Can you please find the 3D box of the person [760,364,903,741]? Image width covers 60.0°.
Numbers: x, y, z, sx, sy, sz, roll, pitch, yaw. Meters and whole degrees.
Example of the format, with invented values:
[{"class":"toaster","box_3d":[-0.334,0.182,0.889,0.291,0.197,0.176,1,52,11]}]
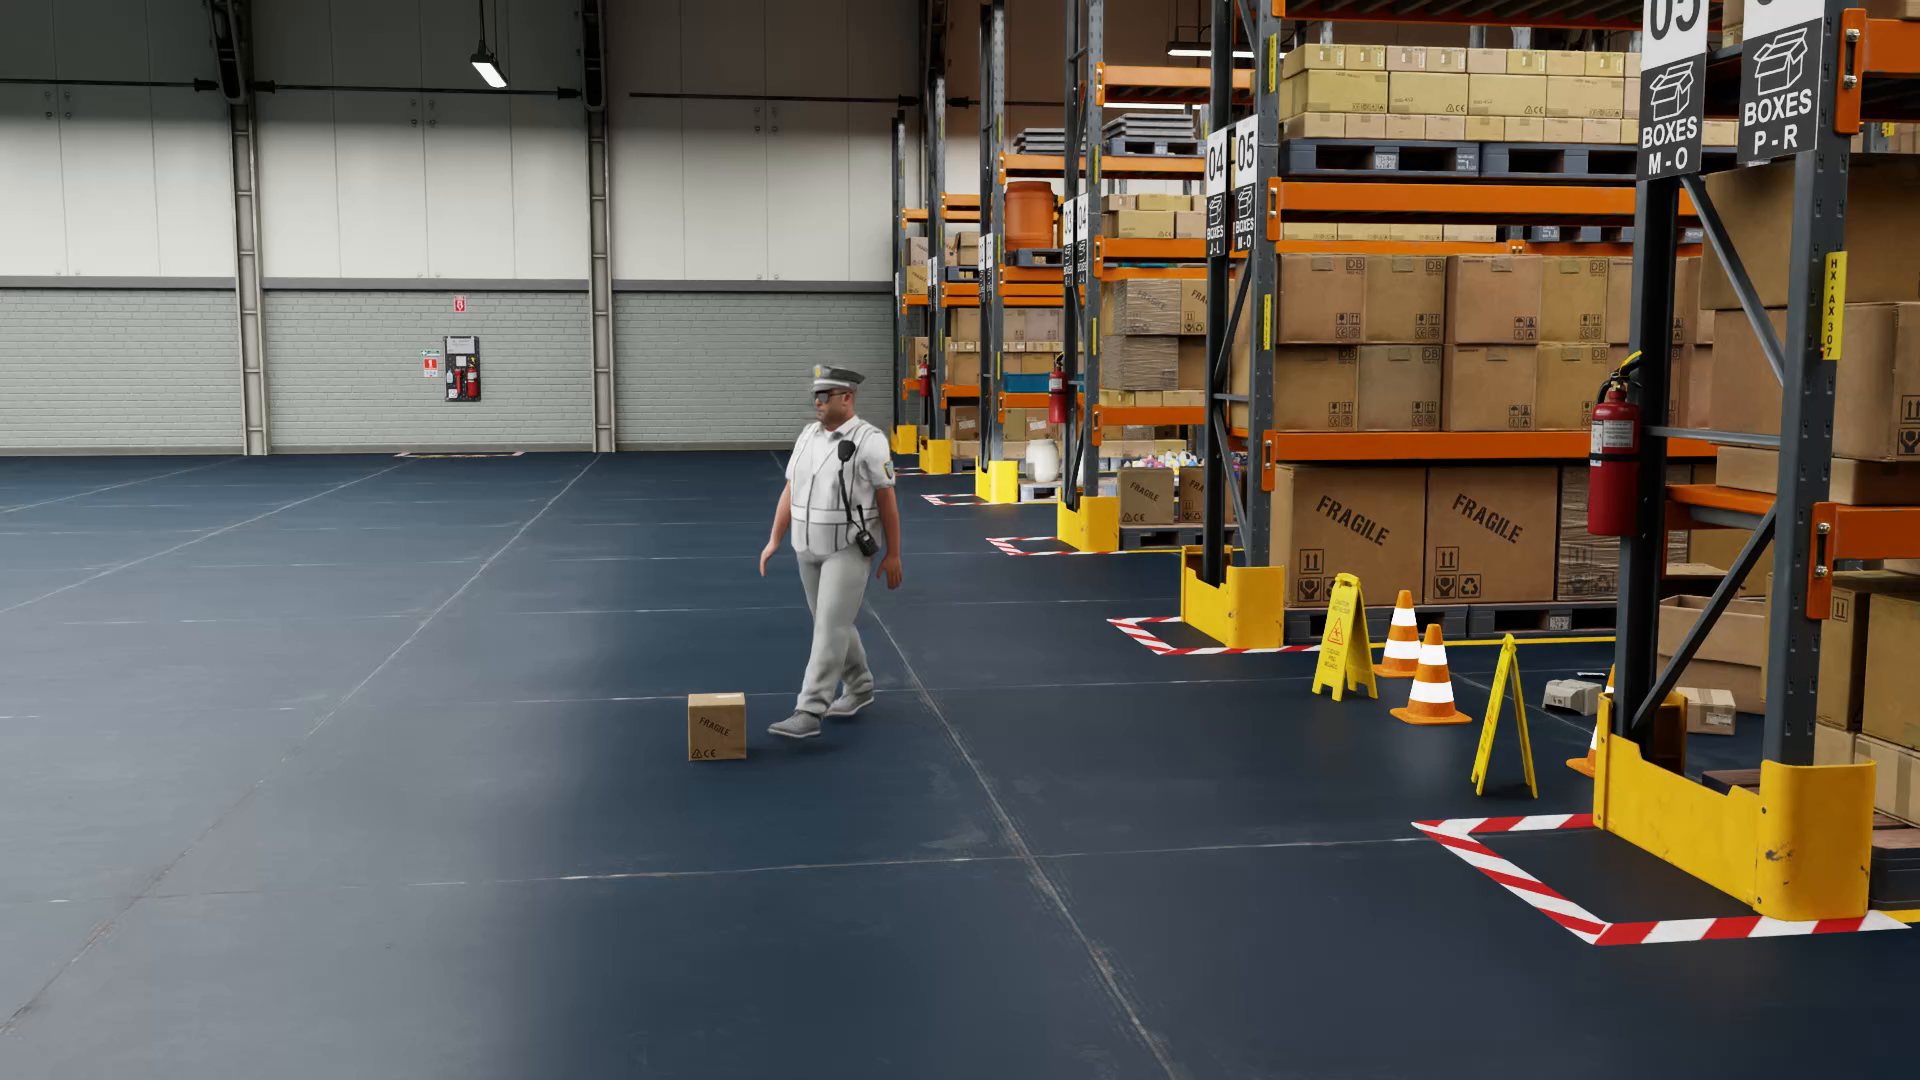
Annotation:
[{"class":"person","box_3d":[-0.666,0.038,7.772,0.570,1.712,0.999,5,8,36]}]
